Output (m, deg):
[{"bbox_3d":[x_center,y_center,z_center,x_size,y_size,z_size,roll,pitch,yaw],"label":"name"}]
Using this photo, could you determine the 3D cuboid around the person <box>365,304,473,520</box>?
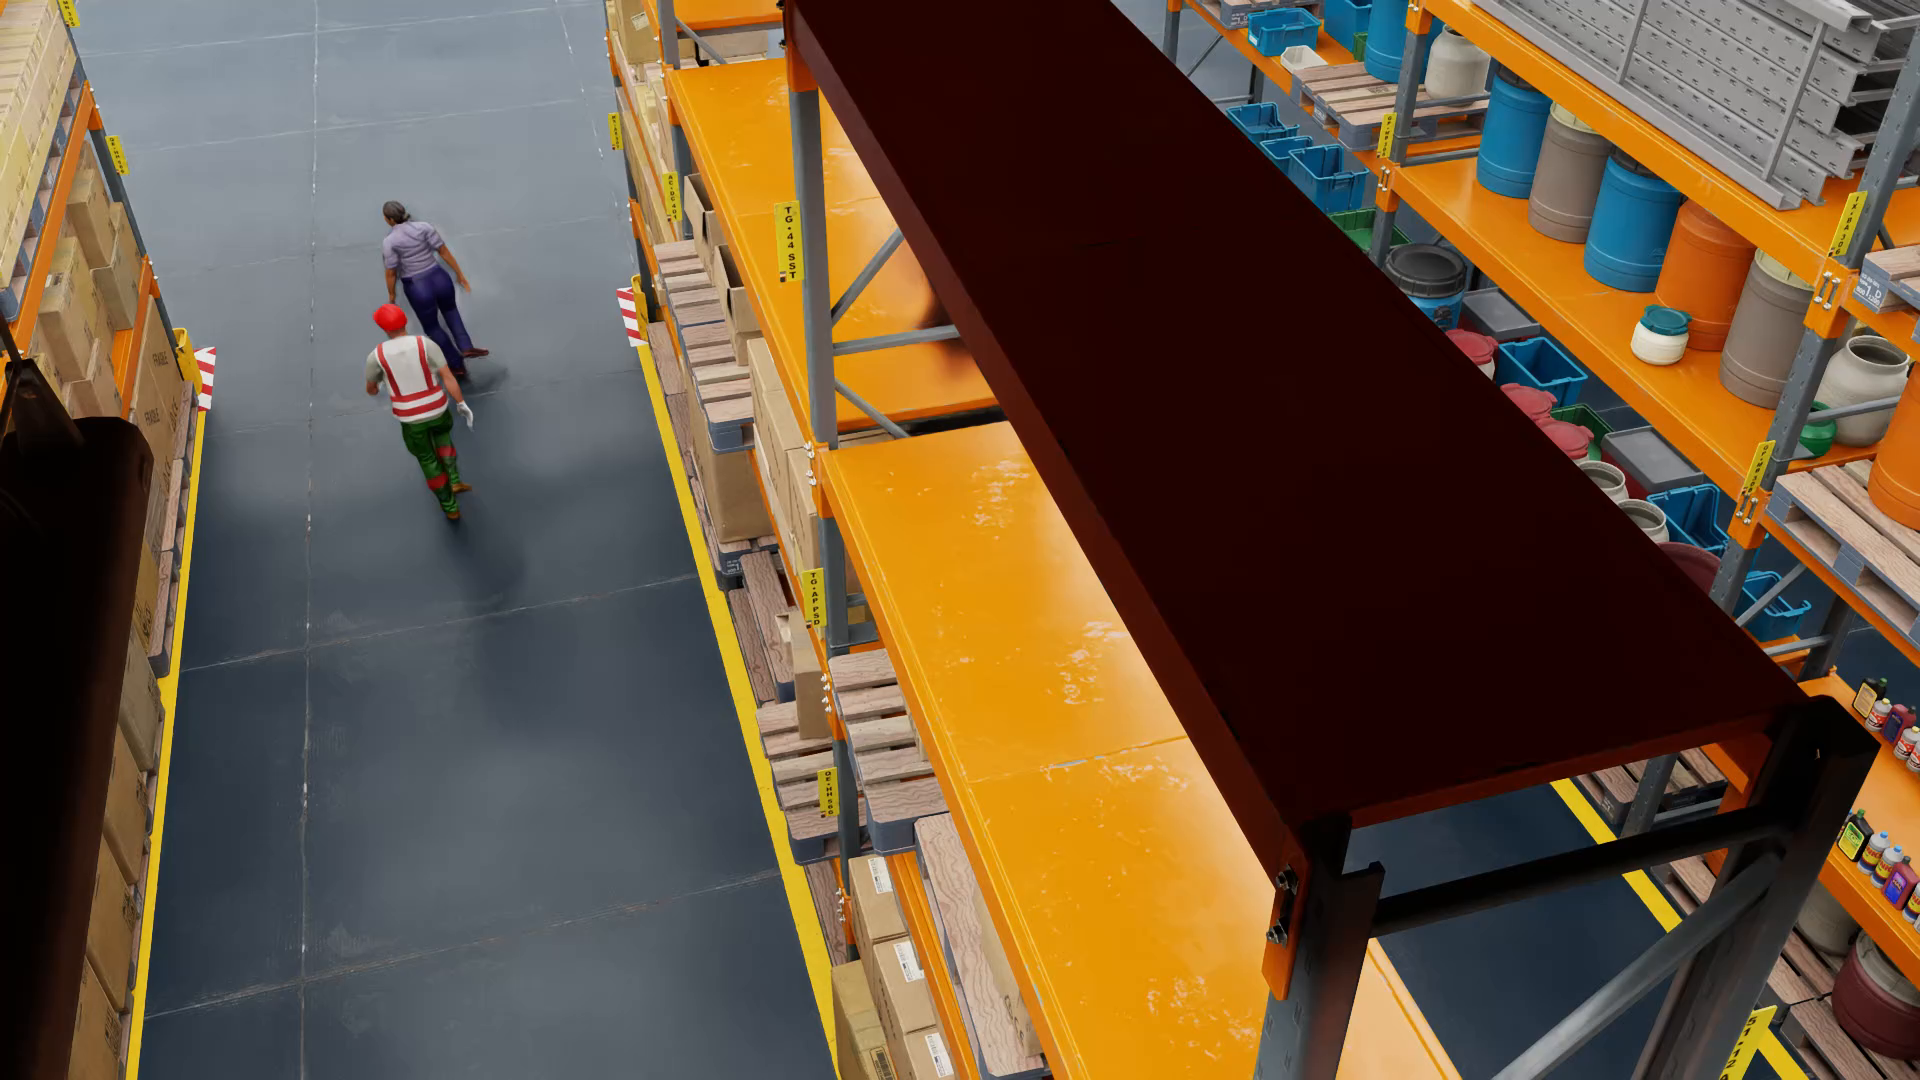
[{"bbox_3d":[-4.141,-1.033,12.708,0.667,1.723,0.763,-17,42,-21],"label":"person"}]

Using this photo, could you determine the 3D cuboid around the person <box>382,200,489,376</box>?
[{"bbox_3d":[-4.539,-2.150,14.261,0.649,1.609,0.535,-31,48,-33],"label":"person"}]
